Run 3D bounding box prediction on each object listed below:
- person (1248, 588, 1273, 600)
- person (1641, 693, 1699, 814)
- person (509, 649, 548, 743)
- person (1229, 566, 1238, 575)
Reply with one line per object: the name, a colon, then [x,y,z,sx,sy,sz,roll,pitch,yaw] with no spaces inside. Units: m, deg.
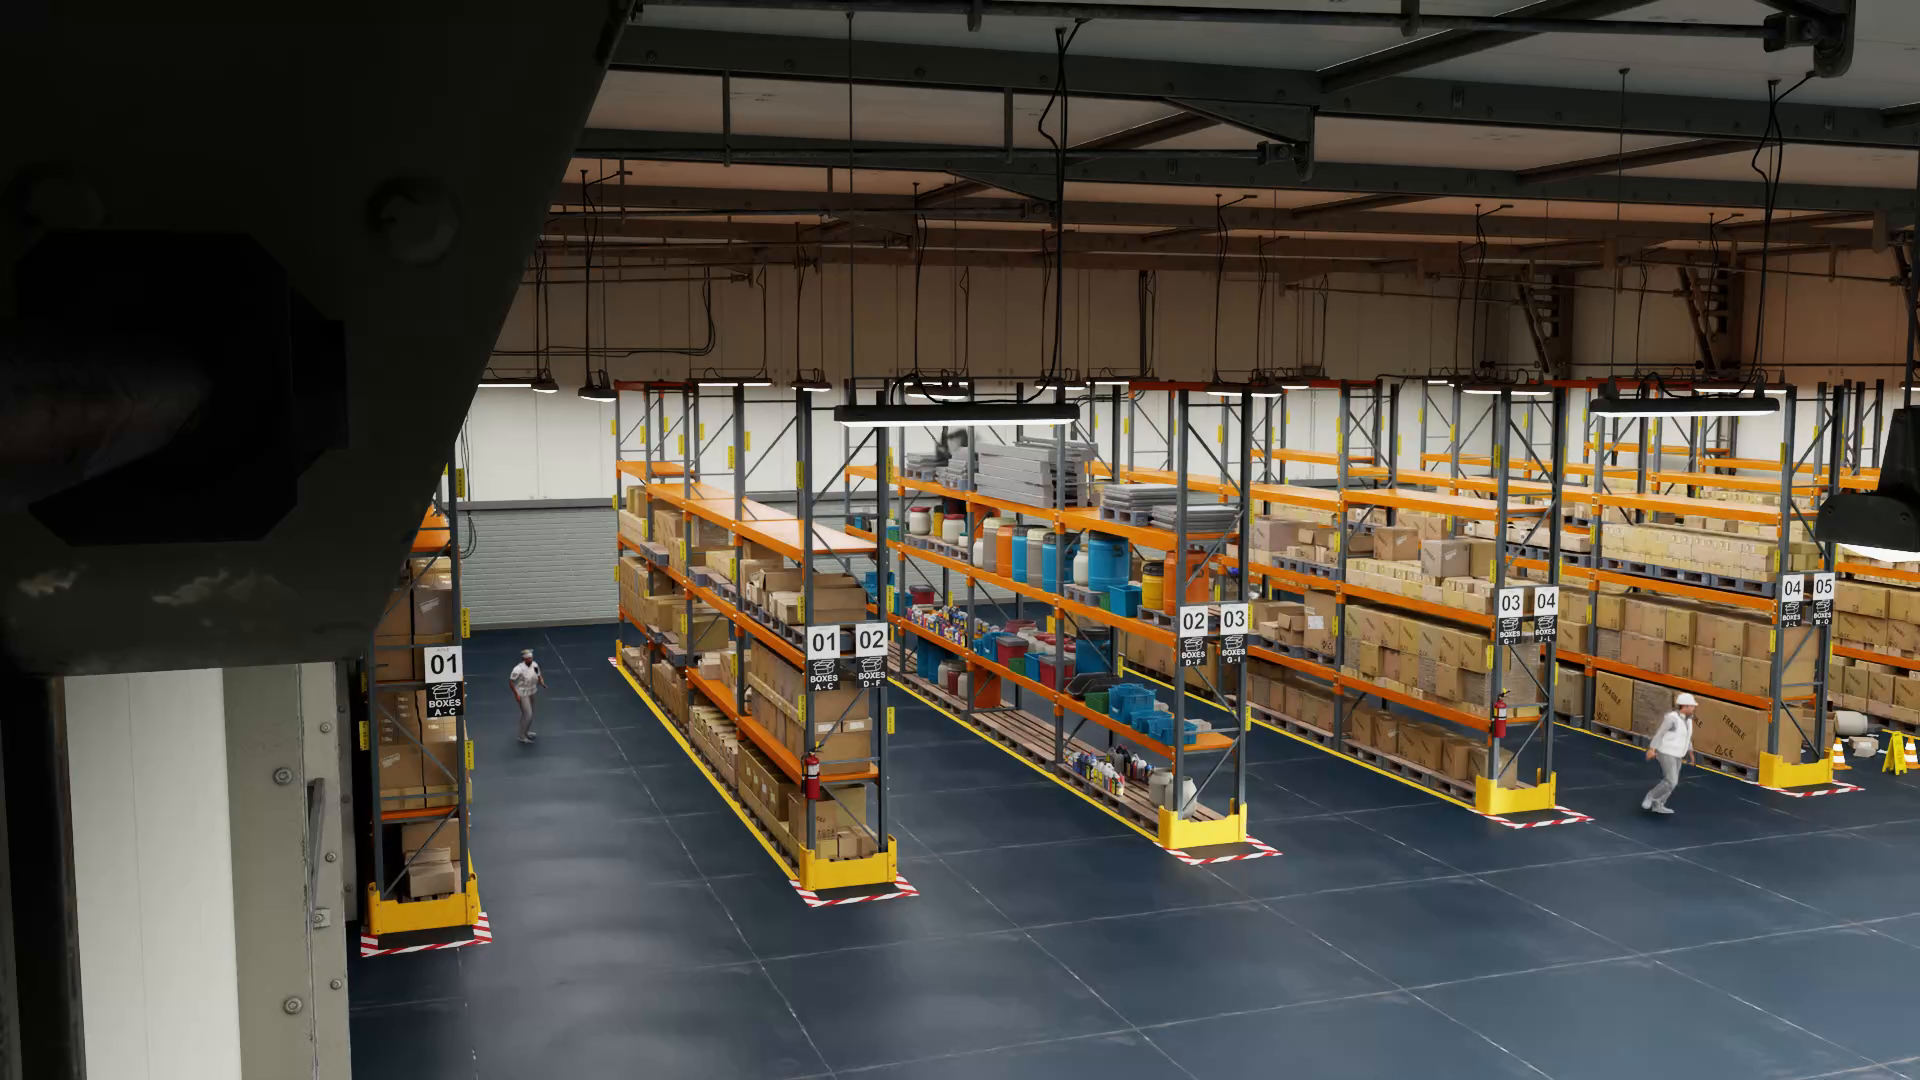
person: [6.474,1.733,36.351,0.737,1.523,0.950,1,6,5]
person: [10.002,3.005,23.381,0.693,1.736,0.600,-5,8,-40]
person: [-7.242,2.604,27.960,0.775,1.620,0.625,3,7,26]
person: [6.703,1.186,41.244,0.621,1.576,0.648,-1,6,-9]
